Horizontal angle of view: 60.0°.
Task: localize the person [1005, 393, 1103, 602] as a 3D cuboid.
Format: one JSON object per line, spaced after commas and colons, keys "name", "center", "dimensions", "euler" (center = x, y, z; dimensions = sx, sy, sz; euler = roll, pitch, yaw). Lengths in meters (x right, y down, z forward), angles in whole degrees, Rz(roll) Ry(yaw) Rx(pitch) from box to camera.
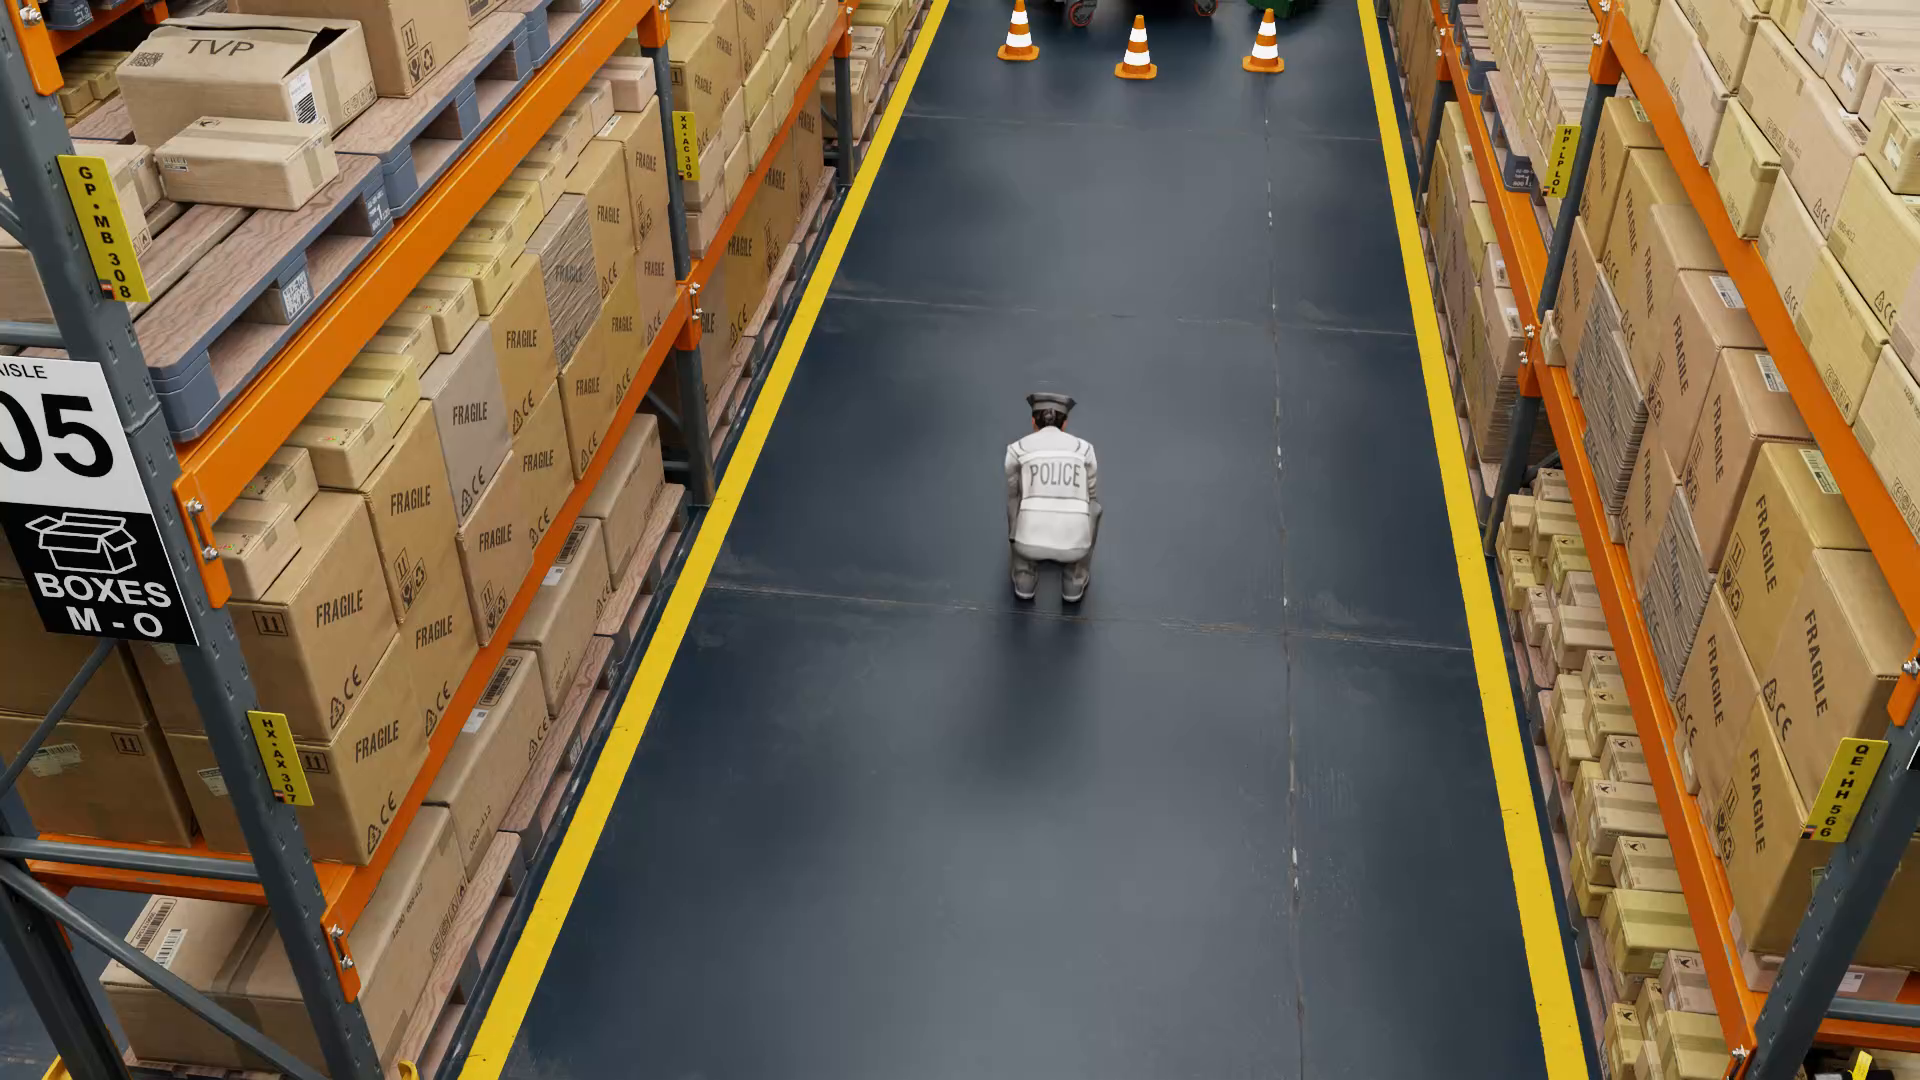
{"name": "person", "center": [0.449, -0.205, 8.017], "dimensions": [0.481, 0.853, 0.858], "euler": [4, 37, 6]}
